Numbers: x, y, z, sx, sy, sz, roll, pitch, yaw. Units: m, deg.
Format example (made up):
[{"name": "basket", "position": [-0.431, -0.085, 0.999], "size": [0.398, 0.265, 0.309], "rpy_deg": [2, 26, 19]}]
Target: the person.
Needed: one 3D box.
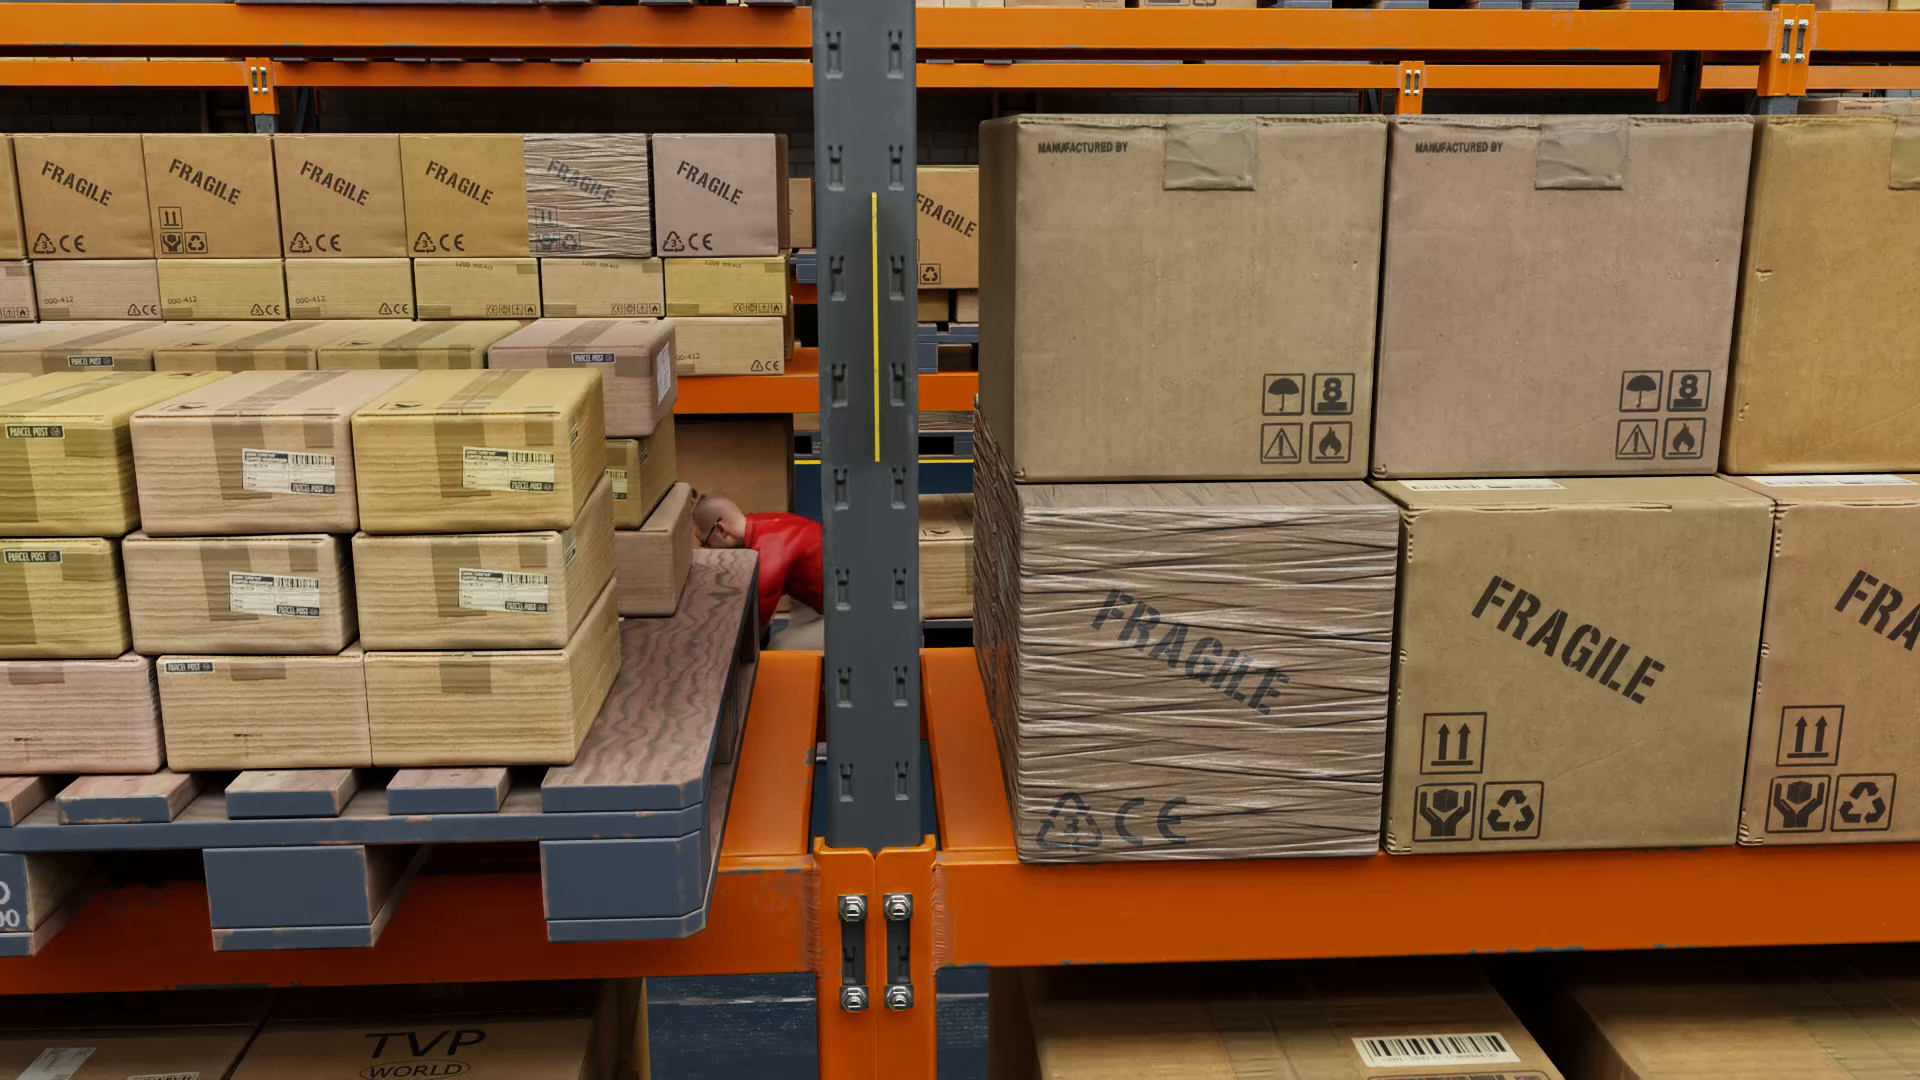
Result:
[{"name": "person", "position": [-0.614, 0.367, 6.324], "size": [0.904, 0.885, 0.562], "rpy_deg": [2, 14, 8]}]
